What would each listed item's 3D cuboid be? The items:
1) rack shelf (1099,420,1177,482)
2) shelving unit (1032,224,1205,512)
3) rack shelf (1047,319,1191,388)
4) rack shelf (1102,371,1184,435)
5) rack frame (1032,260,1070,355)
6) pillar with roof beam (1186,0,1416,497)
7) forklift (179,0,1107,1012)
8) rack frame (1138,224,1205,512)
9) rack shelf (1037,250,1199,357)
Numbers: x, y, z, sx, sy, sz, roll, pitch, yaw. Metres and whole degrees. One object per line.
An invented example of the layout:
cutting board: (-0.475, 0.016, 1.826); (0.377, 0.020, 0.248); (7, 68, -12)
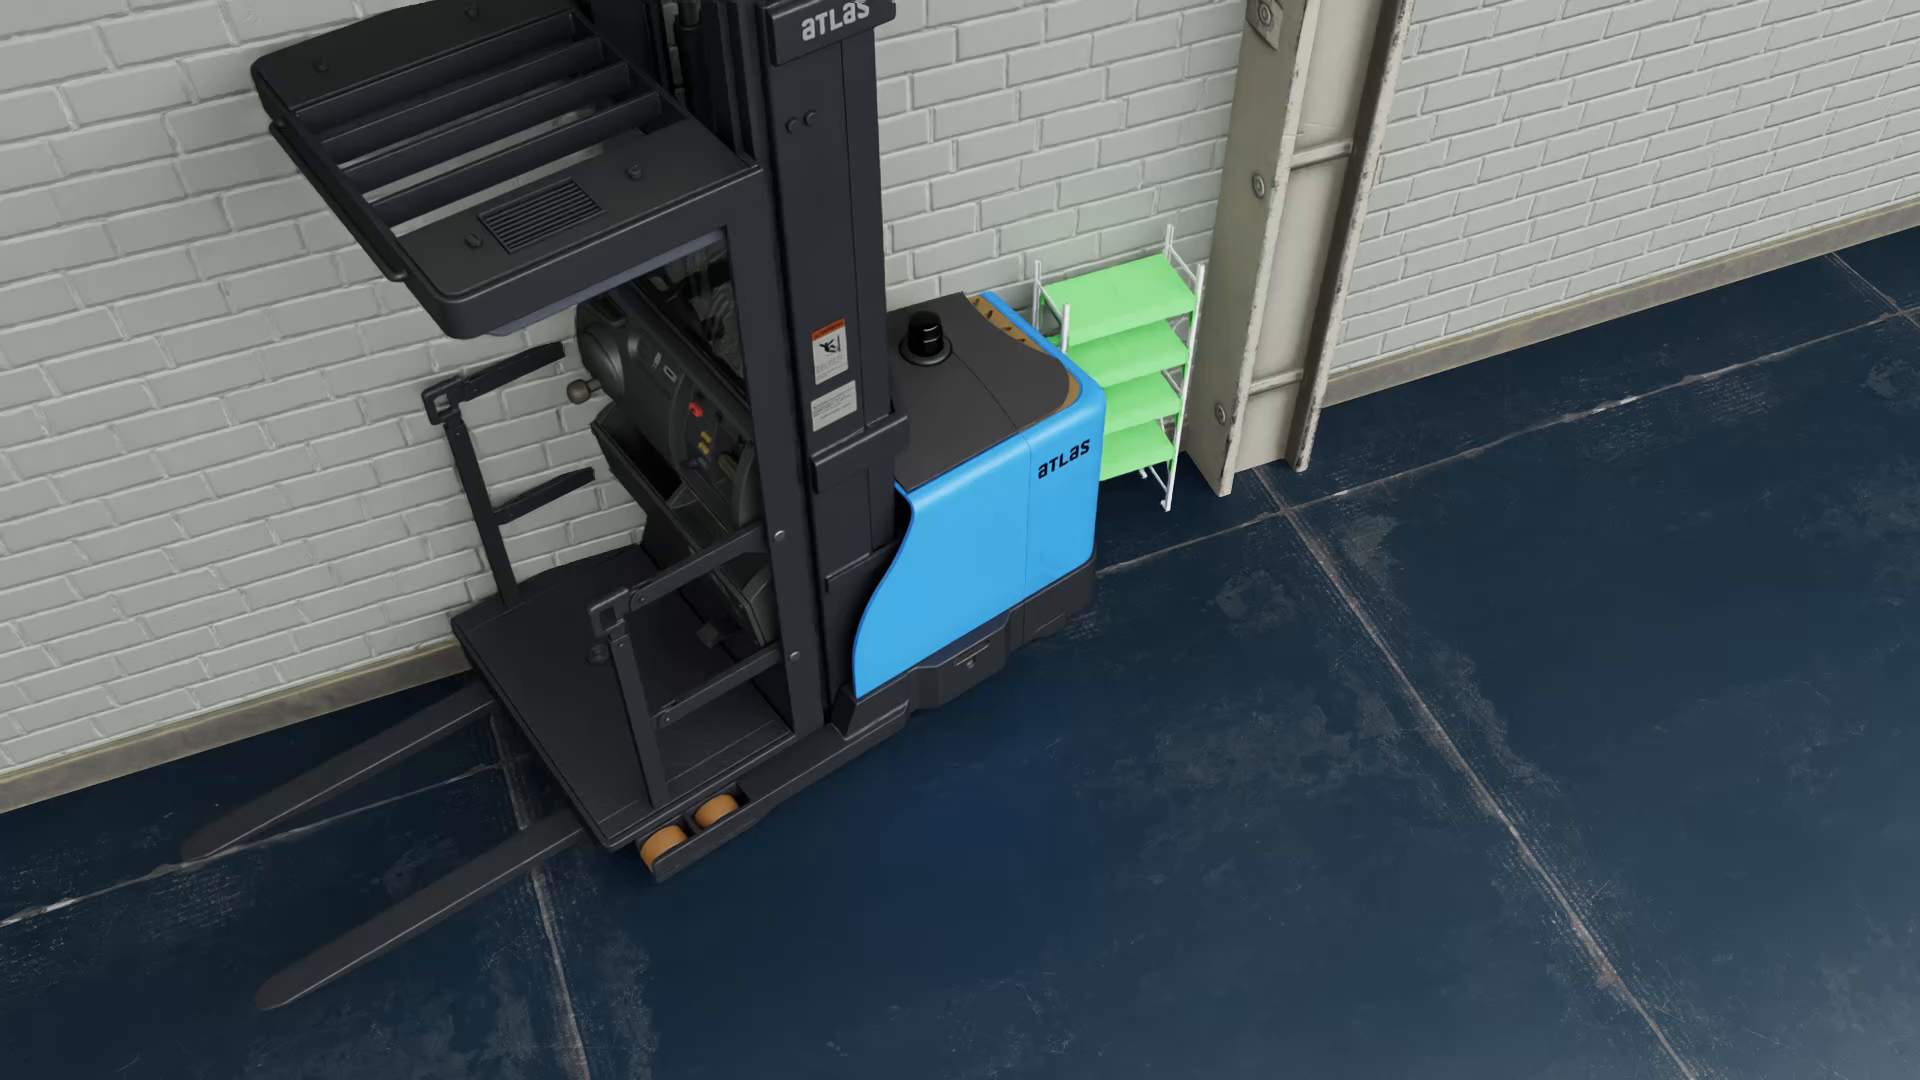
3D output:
rack shelf: (0.523, -0.316, 6.131); (0.480, 0.148, 0.258); (-18, 52, -15)
shelving unit: (0.523, -0.514, 5.900); (0.503, 1.200, 0.258); (-18, 52, -15)
rack shelf: (0.523, -0.628, 5.767); (0.480, 0.148, 0.258); (-18, 52, -15)
rack shelf: (0.523, -0.472, 5.949); (0.480, 0.148, 0.258); (-18, 52, -15)
rack frame: (0.298, -0.442, 5.839); (0.015, 1.200, 0.240); (-18, 52, -15)
pillar with roof beam: (2.747, -0.238, 0.523); (0.400, 9.000, 9.100); (-17, 52, -14)
forklift: (-1.004, -0.341, 4.611); (3.031, 2.935, 1.130); (-30, 55, -23)
rack frame: (0.748, -0.585, 5.962); (0.015, 1.200, 0.240); (-18, 52, -15)
rack shelf: (0.523, -0.785, 5.584); (0.480, 0.148, 0.258); (-18, 52, -15)
